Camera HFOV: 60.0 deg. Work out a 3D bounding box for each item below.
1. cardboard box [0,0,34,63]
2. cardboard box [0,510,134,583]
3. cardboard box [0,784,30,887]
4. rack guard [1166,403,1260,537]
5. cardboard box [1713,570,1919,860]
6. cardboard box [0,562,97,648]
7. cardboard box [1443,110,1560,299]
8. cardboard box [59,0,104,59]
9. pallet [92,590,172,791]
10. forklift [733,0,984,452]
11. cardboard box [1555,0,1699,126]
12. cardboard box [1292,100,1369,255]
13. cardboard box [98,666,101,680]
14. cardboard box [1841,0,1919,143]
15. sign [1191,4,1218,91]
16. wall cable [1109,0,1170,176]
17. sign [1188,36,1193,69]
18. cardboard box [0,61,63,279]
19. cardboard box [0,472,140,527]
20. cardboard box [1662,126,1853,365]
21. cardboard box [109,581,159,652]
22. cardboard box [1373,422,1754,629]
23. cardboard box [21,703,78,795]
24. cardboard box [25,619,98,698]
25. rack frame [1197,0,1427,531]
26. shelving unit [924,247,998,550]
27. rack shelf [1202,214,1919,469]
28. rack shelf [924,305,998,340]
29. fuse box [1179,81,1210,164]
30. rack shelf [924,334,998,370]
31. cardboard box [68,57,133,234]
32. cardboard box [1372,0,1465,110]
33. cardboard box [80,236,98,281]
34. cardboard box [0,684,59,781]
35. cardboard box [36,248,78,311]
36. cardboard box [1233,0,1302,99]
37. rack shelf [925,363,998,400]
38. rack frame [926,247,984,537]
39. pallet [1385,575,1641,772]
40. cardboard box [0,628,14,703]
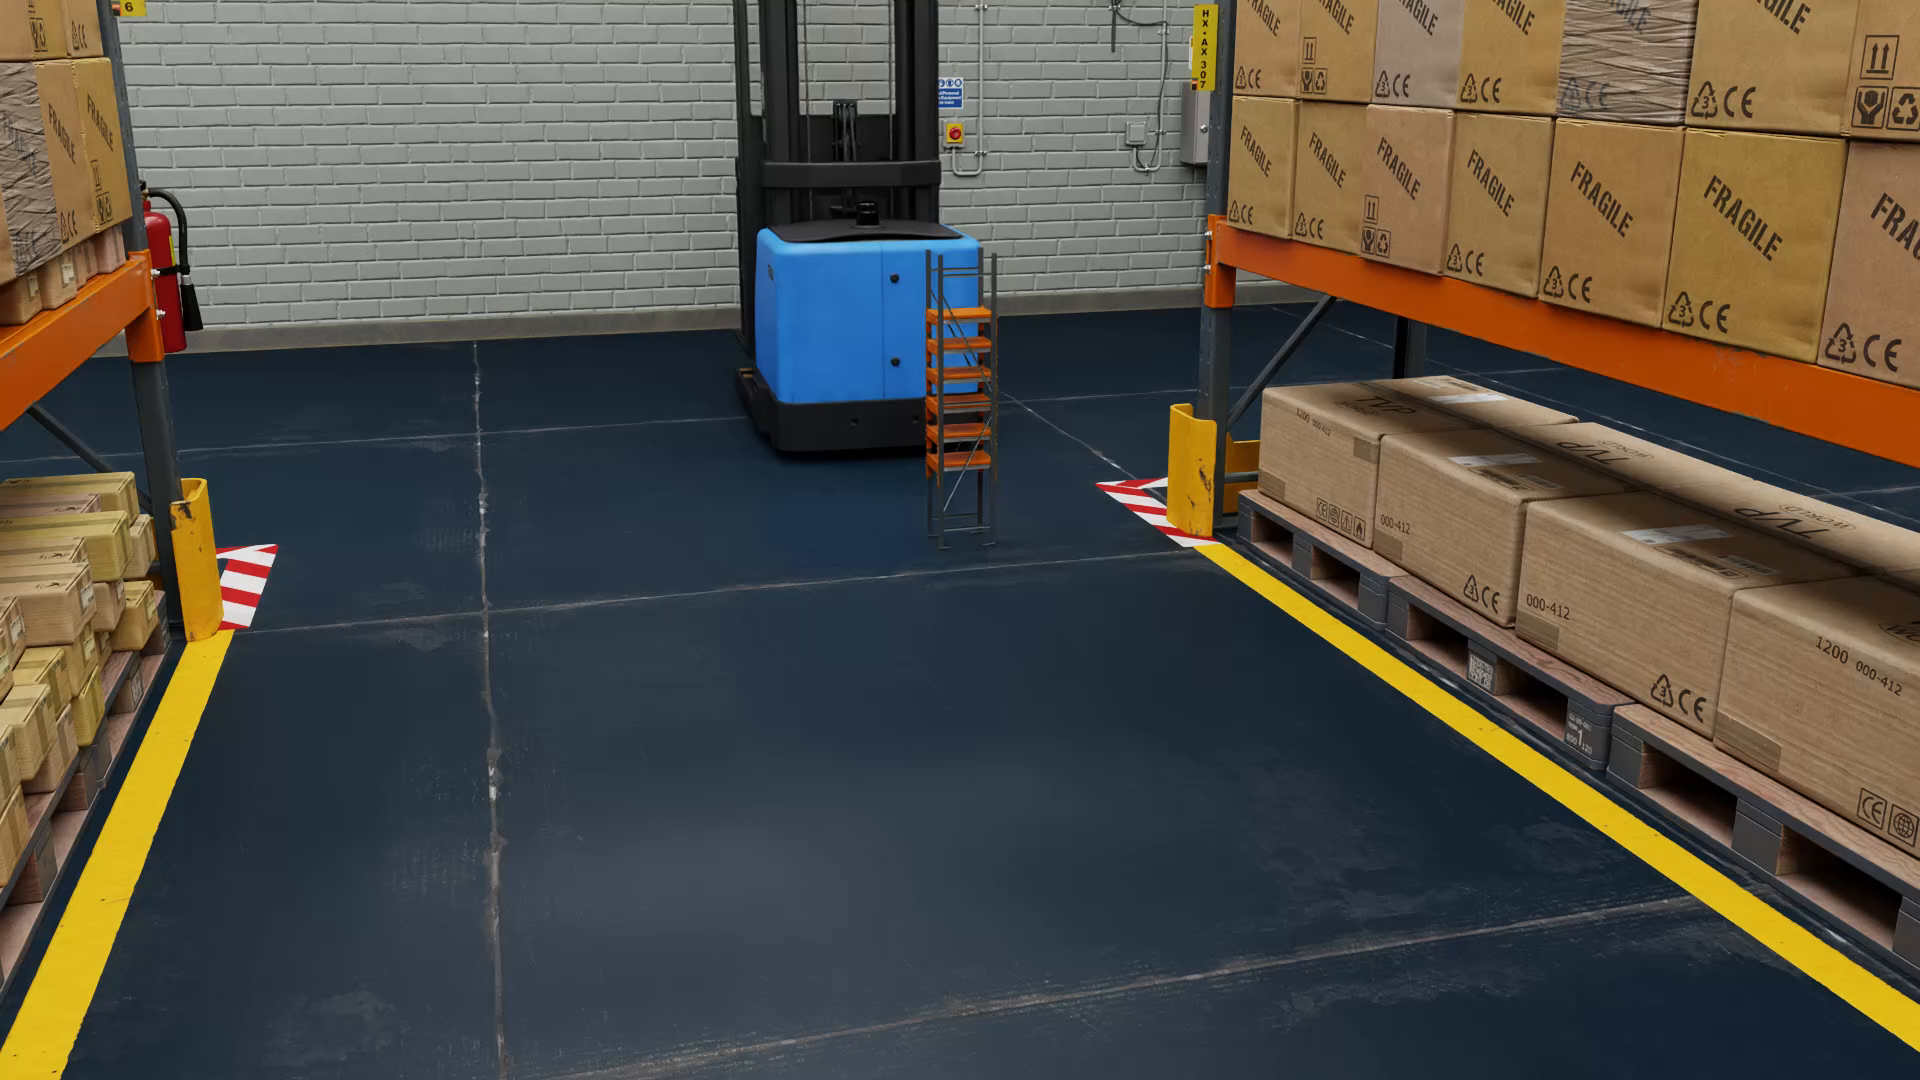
[{"bbox_3d":[-2.576,-1.390,3.936,0.500,0.500,0.500,-4,17,-12],"label":"cardboard box"},{"bbox_3d":[-2.636,0.031,4.828,0.380,0.149,0.250,-5,17,-16],"label":"cardboard box"},{"bbox_3d":[-2.320,0.678,3.706,0.380,0.149,0.250,-5,17,-17],"label":"cardboard box"},{"bbox_3d":[1.493,-0.340,7.214,1.175,0.500,0.348,-5,17,-15],"label":"rack guard"},{"bbox_3d":[2.530,0.420,4.063,0.875,0.438,0.875,-5,17,-16],"label":"cardboard box"},{"bbox_3d":[-2.498,0.177,4.340,0.380,0.149,0.250,-4,17,-13],"label":"cardboard box"},{"bbox_3d":[1.797,-1.005,4.912,0.500,0.500,0.500,-4,17,-13],"label":"cardboard box"},{"bbox_3d":[-2.867,-1.673,4.879,0.500,0.500,0.500,-5,17,-16],"label":"cardboard box"},{"bbox_3d":[-3.022,0.473,5.010,1.003,0.211,1.213,-5,17,-15],"label":"pallet"},{"bbox_3d":[-0.711,-2.217,9.237,1.130,2.935,3.031,-4,17,-12],"label":"forklift"},{"bbox_3d":[1.923,-1.340,4.288,0.500,0.500,0.500,-4,17,-15],"label":"cardboard box"},{"bbox_3d":[1.521,-1.285,5.842,0.500,0.500,0.500,-5,17,-16],"label":"cardboard box"},{"bbox_3d":[-2.649,0.393,4.656,0.380,0.149,0.250,-5,17,-15],"label":"cardboard box"},{"bbox_3d":[2.204,-1.059,3.352,0.500,0.500,0.500,-5,17,-16],"label":"cardboard box"},{"bbox_3d":[0.964,-1.940,6.556,0.100,0.325,0.005,-5,17,-15],"label":"sign"},{"bbox_3d":[1.288,-3.690,12.256,0.588,1.984,0.122,-5,17,-15],"label":"wall cable"},{"bbox_3d":[1.877,-3.662,12.494,0.339,0.242,0.001,-5,17,-15],"label":"sign"},{"bbox_3d":[-2.576,-0.915,4.093,0.500,0.500,0.500,-5,17,-15],"label":"cardboard box"},{"bbox_3d":[-2.843,-0.105,5.279,0.380,0.149,0.250,-4,17,-15],"label":"cardboard box"},{"bbox_3d":[2.079,-0.722,3.966,0.500,0.500,0.500,-5,17,-17],"label":"cardboard box"},{"bbox_3d":[-2.719,0.246,5.146,0.380,0.149,0.250,-4,17,-14],"label":"cardboard box"},{"bbox_3d":[2.037,-0.077,5.718,0.875,0.438,0.875,-4,17,-14],"label":"cardboard box"},{"bbox_3d":[-2.462,0.536,4.181,0.380,0.149,0.250,-4,17,-14],"label":"cardboard box"},{"bbox_3d":[-2.513,0.320,4.381,0.380,0.149,0.250,-4,17,-14],"label":"cardboard box"},{"bbox_3d":[1.500,-1.530,6.832,1.000,3.000,0.127,-5,17,-15],"label":"rack frame"},{"bbox_3d":[0.004,-0.571,6.766,0.258,1.200,0.189,-5,17,-15],"label":"shelving unit"},{"bbox_3d":[2.049,-0.632,5.094,1.077,0.370,4.000,-5,17,-15],"label":"rack shelf"},{"bbox_3d":[0.004,-0.873,6.675,0.258,0.103,0.180,-5,17,-15],"label":"rack shelf"},{"bbox_3d":[1.987,-2.597,12.622,0.539,1.711,0.414,-5,17,-15],"label":"fuse box"},{"bbox_3d":[0.004,-0.758,6.710,0.258,0.103,0.180,-5,17,-15],"label":"rack shelf"},{"bbox_3d":[-2.861,-1.197,5.033,0.500,0.500,0.500,-4,17,-14],"label":"cardboard box"},{"bbox_3d":[1.655,-1.617,5.211,0.500,0.500,0.500,-5,17,-16],"label":"cardboard box"},{"bbox_3d":[-2.838,-0.851,5.008,0.380,0.149,0.250,-5,17,-15],"label":"cardboard box"},{"bbox_3d":[-2.358,0.467,3.893,0.380,0.149,0.250,-5,17,-15],"label":"cardboard box"},{"bbox_3d":[-2.662,-0.714,4.552,0.380,0.149,0.250,-4,17,-14],"label":"cardboard box"},{"bbox_3d":[1.358,-1.902,6.157,0.500,0.500,0.500,-5,17,-16],"label":"cardboard box"},{"bbox_3d":[0.004,-0.643,6.744,0.258,0.103,0.180,-5,17,-15],"label":"rack shelf"},{"bbox_3d":[-0.021,-0.596,6.850,0.240,1.200,0.006,-5,17,-15],"label":"rack frame"},{"bbox_3d":[2.126,0.357,5.396,1.003,0.211,1.213,-5,17,-15],"label":"pallet"},{"bbox_3d":[-2.433,0.329,3.834,0.380,0.149,0.250,-5,17,-15],"label":"cardboard box"}]
